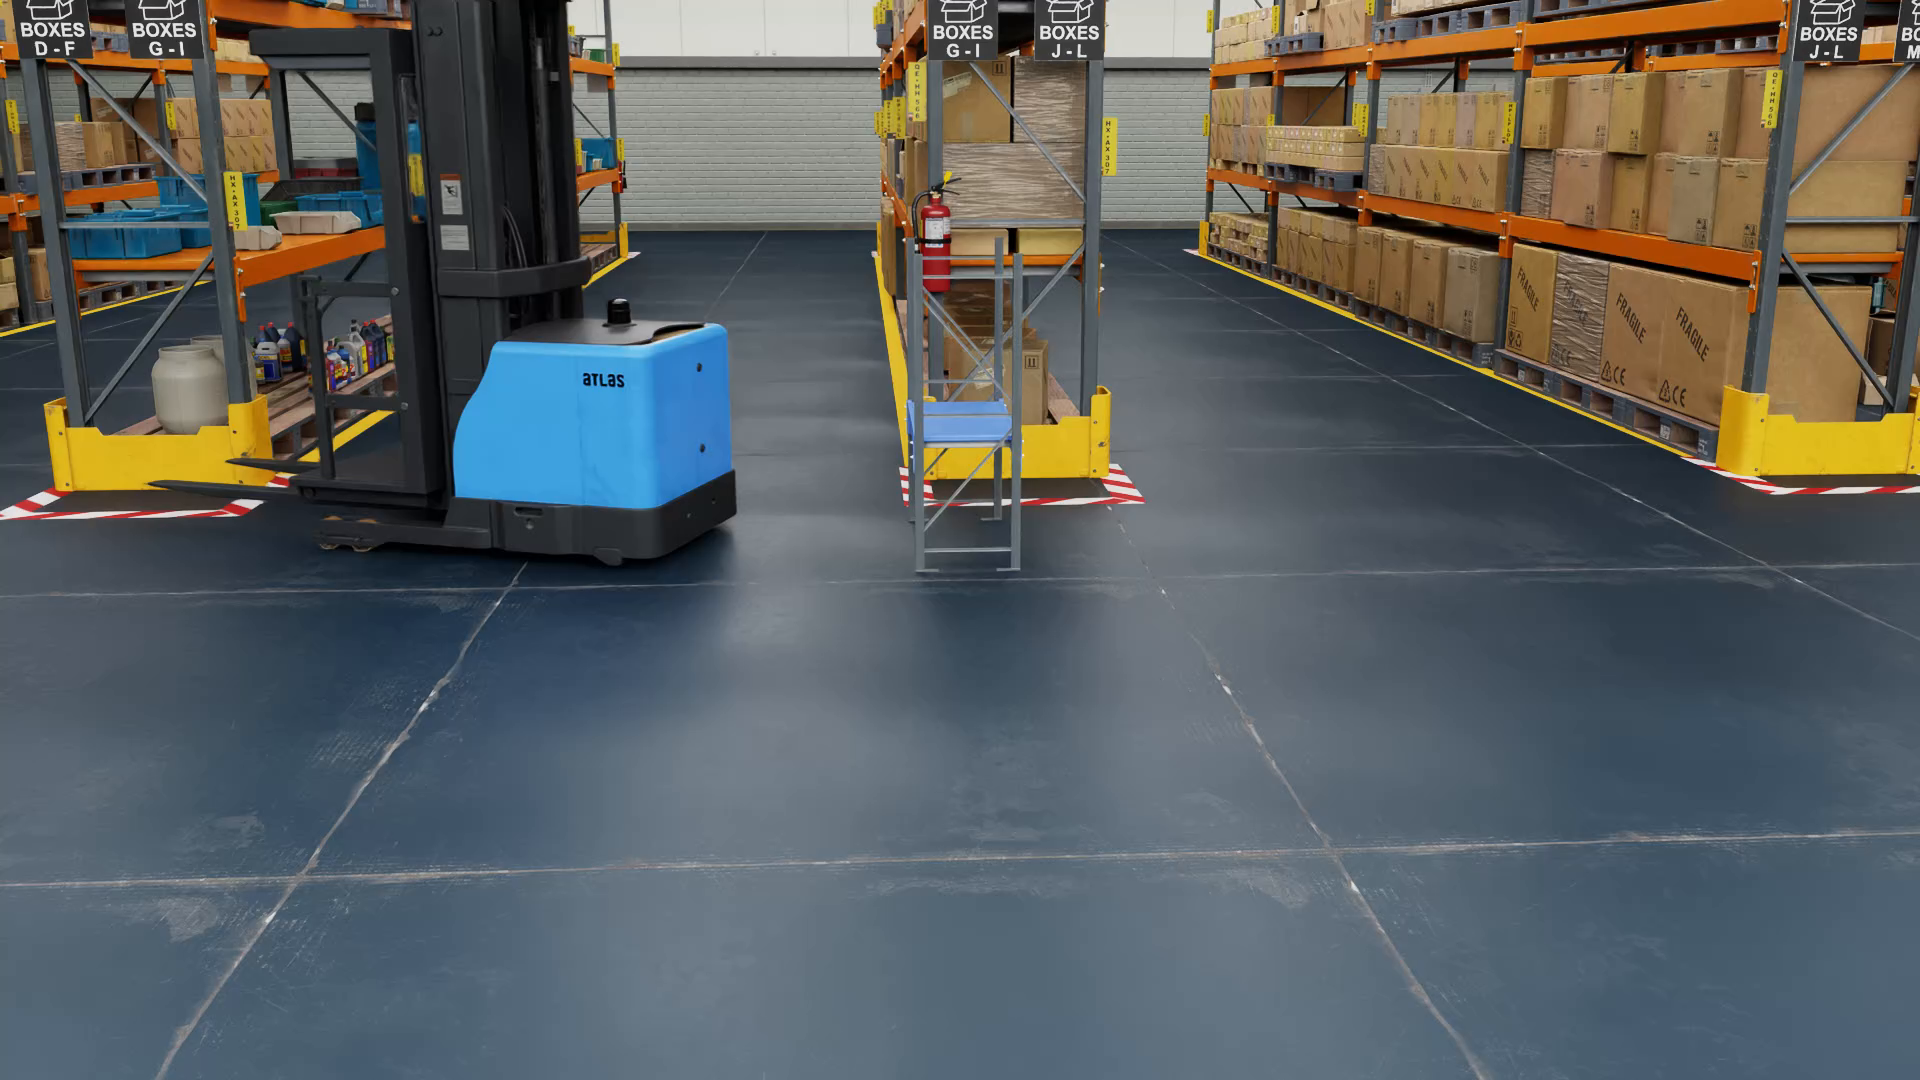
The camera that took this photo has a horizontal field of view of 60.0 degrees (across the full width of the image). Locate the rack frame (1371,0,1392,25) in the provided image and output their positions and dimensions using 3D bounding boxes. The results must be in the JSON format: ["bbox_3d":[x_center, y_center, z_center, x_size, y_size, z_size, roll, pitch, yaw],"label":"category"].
[{"bbox_3d":[4.774,-6.790,16.856,1.000,3.000,0.127,-1,14,-3],"label":"rack frame"}]

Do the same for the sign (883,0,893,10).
[{"bbox_3d":[-0.737,-5.568,16.930,0.100,0.325,0.005,-1,14,-3],"label":"sign"}]

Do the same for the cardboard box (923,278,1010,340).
[{"bbox_3d":[0.048,-1.994,14.389,0.700,0.500,0.500,-2,15,-8],"label":"cardboard box"}]

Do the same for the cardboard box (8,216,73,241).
[{"bbox_3d":[-10.438,-3.544,18.909,0.500,0.250,0.500,-1,14,-4],"label":"cardboard box"}]

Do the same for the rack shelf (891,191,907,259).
[{"bbox_3d":[-0.059,-2.987,15.560,1.077,0.370,4.000,-1,14,-3],"label":"rack shelf"}]

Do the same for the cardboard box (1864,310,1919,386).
[{"bbox_3d":[7.502,-1.483,13.009,0.797,0.637,0.503,-1,14,-3],"label":"cardboard box"}]

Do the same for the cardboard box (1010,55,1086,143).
[{"bbox_3d":[0.551,-2.661,10.045,0.500,0.500,0.500,-1,14,-3],"label":"cardboard box"}]

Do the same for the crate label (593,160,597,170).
[{"bbox_3d":[-5.345,-5.306,23.539,0.396,0.136,0.243,-1,14,-3],"label":"crate label"}]

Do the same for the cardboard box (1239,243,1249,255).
[{"bbox_3d":[4.098,-4.052,23.132,0.380,0.149,0.250,-1,14,-4],"label":"cardboard box"}]

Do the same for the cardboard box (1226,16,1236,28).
[{"bbox_3d":[4.027,-7.412,23.793,0.380,0.149,0.250,-1,14,-3],"label":"cardboard box"}]

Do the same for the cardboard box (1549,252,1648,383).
[{"bbox_3d":[5.051,-1.682,12.466,0.875,0.875,0.875,-1,14,-3],"label":"cardboard box"}]

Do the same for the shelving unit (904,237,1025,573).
[{"bbox_3d":[0.005,-0.705,8.257,0.538,1.500,1.048,-1,14,-3],"label":"shelving unit"}]

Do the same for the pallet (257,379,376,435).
[{"bbox_3d":[-4.800,-0.939,11.754,1.003,0.211,1.213,-1,14,-3],"label":"pallet"}]

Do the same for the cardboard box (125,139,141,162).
[{"bbox_3d":[-10.605,-4.845,21.135,0.500,0.500,0.500,-1,14,-3],"label":"cardboard box"}]

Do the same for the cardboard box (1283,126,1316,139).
[{"bbox_3d":[4.141,-4.949,20.208,0.380,0.149,0.250,-1,14,-4],"label":"cardboard box"}]

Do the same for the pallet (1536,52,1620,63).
[{"bbox_3d":[9.269,-7.201,24.652,1.003,0.211,1.213,-1,14,-3],"label":"pallet"}]

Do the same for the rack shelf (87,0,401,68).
[{"bbox_3d":[-4.754,-3.369,11.023,1.077,0.370,4.000,-1,14,-3],"label":"rack shelf"}]

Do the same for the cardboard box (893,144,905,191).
[{"bbox_3d":[-0.461,-4.000,17.853,0.500,0.500,0.500,0,14,-2],"label":"cardboard box"}]

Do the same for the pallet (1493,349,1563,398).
[{"bbox_3d":[4.991,-1.349,13.345,1.003,0.211,1.213,-1,14,-3],"label":"pallet"}]

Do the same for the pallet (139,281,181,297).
[{"bbox_3d":[-10.230,-3.123,20.243,1.003,0.211,1.213,-1,14,-3],"label":"pallet"}]

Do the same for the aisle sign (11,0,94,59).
[{"bbox_3d":[-4.923,-3.003,8.962,0.394,0.787,0.004,-1,14,-3],"label":"aisle sign"}]

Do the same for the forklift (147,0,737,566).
[{"bbox_3d":[-2.754,-1.480,8.396,3.031,2.935,1.130,4,15,15],"label":"forklift"}]

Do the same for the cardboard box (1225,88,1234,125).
[{"bbox_3d":[4.089,-6.180,23.721,0.500,0.500,0.500,-1,14,-5],"label":"cardboard box"}]

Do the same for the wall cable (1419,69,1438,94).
[{"bbox_3d":[8.840,-7.885,31.050,0.585,1.953,0.123,-1,14,-3],"label":"wall cable"}]

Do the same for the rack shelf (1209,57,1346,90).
[{"bbox_3d":[4.402,-6.481,23.119,1.077,0.370,4.000,-1,14,-3],"label":"rack shelf"}]

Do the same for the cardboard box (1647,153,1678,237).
[{"bbox_3d":[5.236,-2.337,11.287,0.875,0.550,0.550,-1,14,-3],"label":"cardboard box"}]

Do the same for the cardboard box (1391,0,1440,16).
[{"bbox_3d":[4.599,-5.362,16.463,0.500,0.311,0.500,-1,14,-3],"label":"cardboard box"}]

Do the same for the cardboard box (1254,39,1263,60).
[{"bbox_3d":[4.207,-6.501,22.056,0.500,0.250,0.500,-1,14,-4],"label":"cardboard box"}]

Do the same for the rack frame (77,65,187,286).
[{"bbox_3d":[-10.318,-4.676,20.679,1.000,3.000,0.127,-1,14,-3],"label":"rack frame"}]

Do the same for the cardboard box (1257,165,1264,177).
[{"bbox_3d":[4.150,-4.887,22.006,0.380,0.149,0.250,-1,14,-5],"label":"cardboard box"}]

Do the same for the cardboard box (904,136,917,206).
[{"bbox_3d":[0.027,-2.793,12.564,0.875,0.500,0.500,-1,14,-3],"label":"cardboard box"}]

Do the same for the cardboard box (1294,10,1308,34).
[{"bbox_3d":[4.371,-6.270,20.192,0.500,0.311,0.500,-1,14,-4],"label":"cardboard box"}]

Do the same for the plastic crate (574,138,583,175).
[{"bbox_3d":[-5.179,-5.037,21.836,0.402,0.464,0.583,-1,14,-3],"label":"plastic crate"}]

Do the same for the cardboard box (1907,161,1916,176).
[{"bbox_3d":[9.587,-3.717,16.614,0.380,0.149,0.250,0,14,0],"label":"cardboard box"}]

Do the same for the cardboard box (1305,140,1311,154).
[{"bbox_3d":[4.207,-4.547,19.242,0.380,0.149,0.250,-1,14,-2],"label":"cardboard box"}]

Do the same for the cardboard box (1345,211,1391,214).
[{"bbox_3d":[4.890,-3.795,19.923,0.500,0.250,0.500,-2,15,-6],"label":"cardboard box"}]

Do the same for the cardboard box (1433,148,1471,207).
[{"bbox_3d":[4.660,-3.315,15.190,0.500,0.500,0.500,-1,14,-3],"label":"cardboard box"}]

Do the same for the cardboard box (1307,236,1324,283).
[{"bbox_3d":[4.395,-3.297,19.495,0.500,0.500,0.500,-2,15,-6],"label":"cardboard box"}]

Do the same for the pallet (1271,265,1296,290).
[{"bbox_3d":[4.576,-3.335,21.065,1.003,0.211,1.213,-1,14,-3],"label":"pallet"}]

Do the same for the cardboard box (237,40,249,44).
[{"bbox_3d":[-10.248,-7.045,23.164,0.500,0.250,0.500,-1,14,-3],"label":"cardboard box"}]

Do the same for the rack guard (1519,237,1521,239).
[{"bbox_3d":[9.211,-4.771,26.066,1.175,0.500,0.348,-1,14,-3],"label":"rack guard"}]

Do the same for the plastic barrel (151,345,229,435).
[{"bbox_3d":[-4.748,-0.928,10.263,0.421,0.512,0.421,0,14,0],"label":"plastic barrel"}]

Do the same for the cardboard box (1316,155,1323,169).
[{"bbox_3d":[4.243,-4.269,18.762,0.380,0.149,0.250,-1,14,-4],"label":"cardboard box"}]

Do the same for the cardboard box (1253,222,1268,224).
[{"bbox_3d":[4.228,-4.265,22.767,0.380,0.149,0.250,0,14,-2],"label":"cardboard box"}]

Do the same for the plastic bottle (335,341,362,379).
[{"bbox_3d":[-4.513,-1.331,12.264,0.152,0.276,0.135,-1,14,-2],"label":"plastic bottle"}]

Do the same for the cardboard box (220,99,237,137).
[{"bbox_3d":[-10.163,-5.715,22.509,0.500,0.500,0.500,0,14,-2],"label":"cardboard box"}]

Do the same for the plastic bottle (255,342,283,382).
[{"bbox_3d":[-5.058,-1.304,12.159,0.152,0.276,0.135,-1,14,-3],"label":"plastic bottle"}]

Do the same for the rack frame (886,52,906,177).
[{"bbox_3d":[-0.431,-4.828,21.270,1.000,3.000,0.127,-1,14,-3],"label":"rack frame"}]

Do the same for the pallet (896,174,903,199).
[{"bbox_3d":[-0.032,-3.564,16.745,1.213,0.211,1.003,-1,14,-3],"label":"pallet"}]

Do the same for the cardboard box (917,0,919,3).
[{"bbox_3d":[-0.028,-3.591,10.745,0.500,0.250,0.500,-1,14,-2],"label":"cardboard box"}]

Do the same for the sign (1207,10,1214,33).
[{"bbox_3d":[3.737,-7.742,24.821,0.100,0.325,0.005,-1,14,-3],"label":"sign"}]

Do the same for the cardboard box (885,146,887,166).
[{"bbox_3d":[-0.720,-5.005,21.663,0.500,0.250,0.500,-1,14,-4],"label":"cardboard box"}]

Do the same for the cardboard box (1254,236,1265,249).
[{"bbox_3d":[4.160,-3.986,22.282,0.380,0.149,0.250,-2,15,-6],"label":"cardboard box"}]
